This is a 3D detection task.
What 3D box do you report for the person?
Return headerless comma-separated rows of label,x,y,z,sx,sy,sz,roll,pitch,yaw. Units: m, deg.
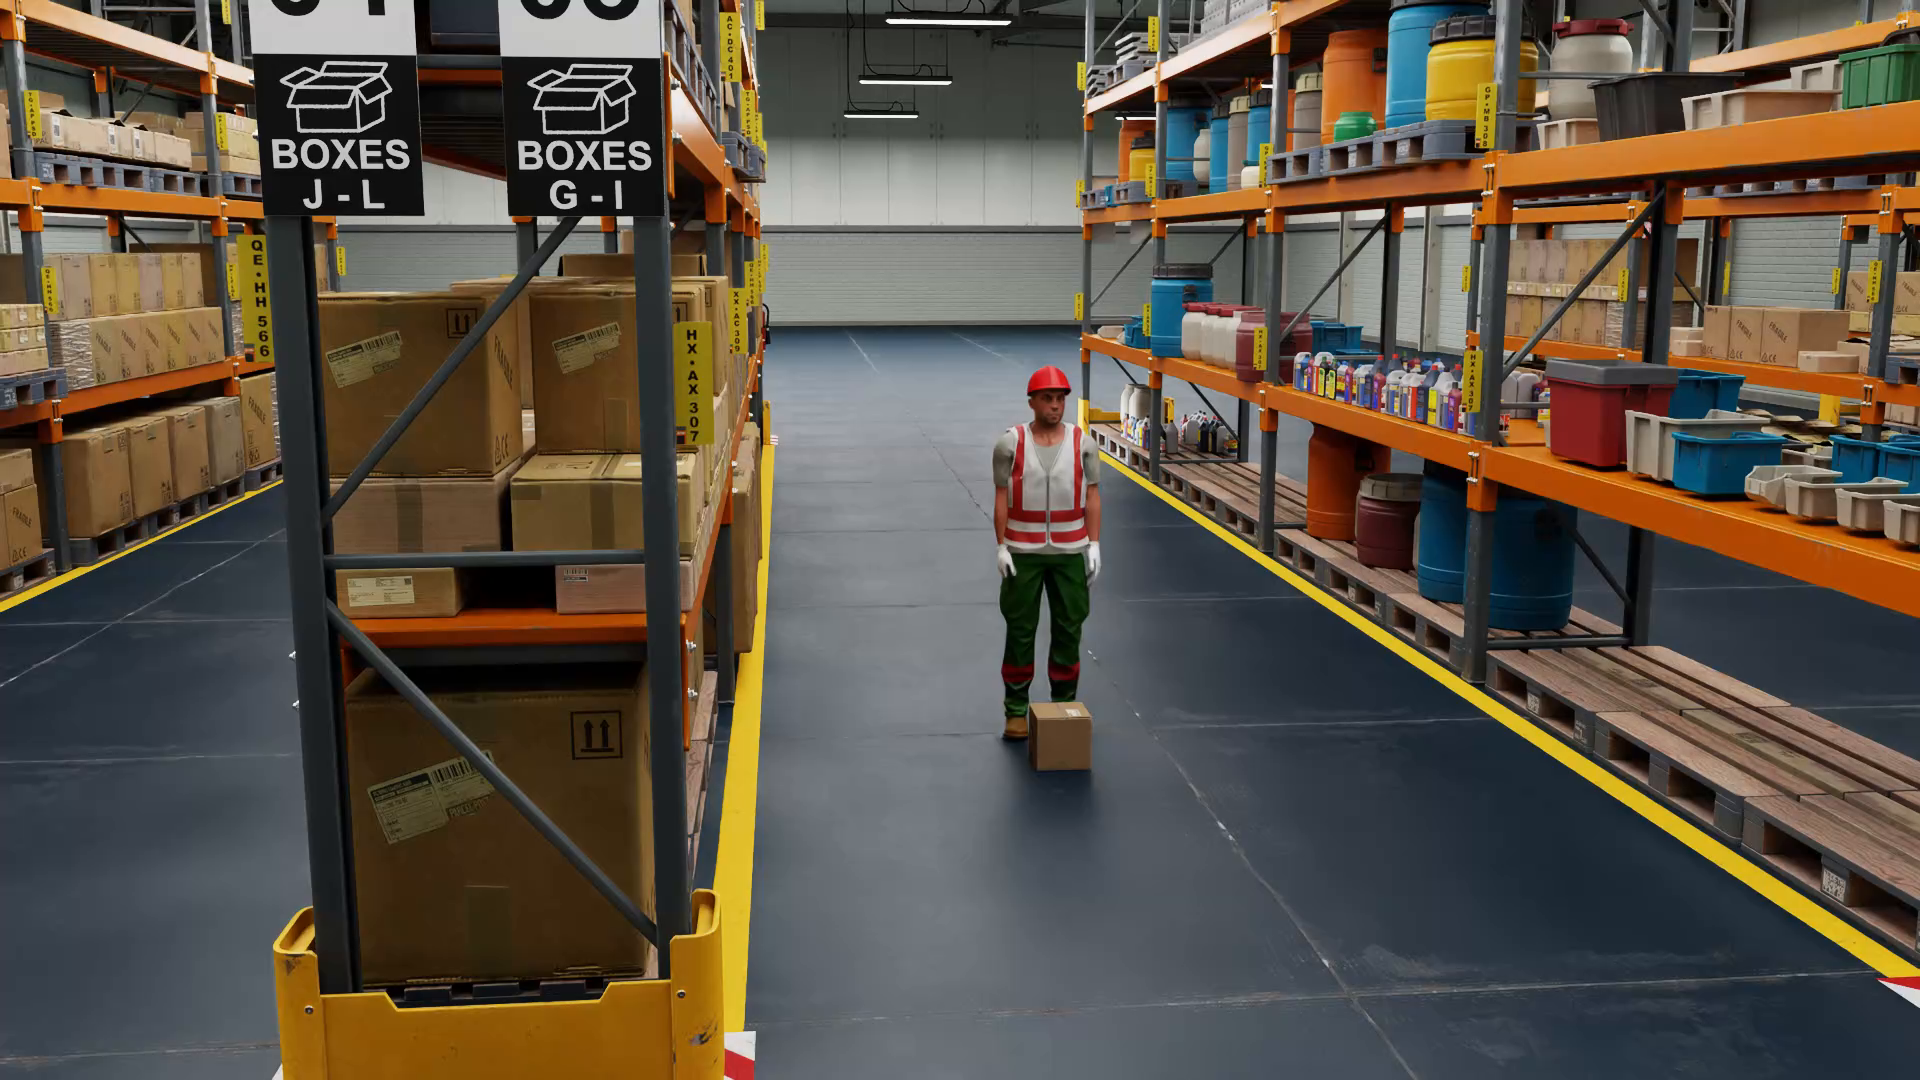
person,0.419,0.060,7.979,0.524,1.788,0.332,-1,10,-5
